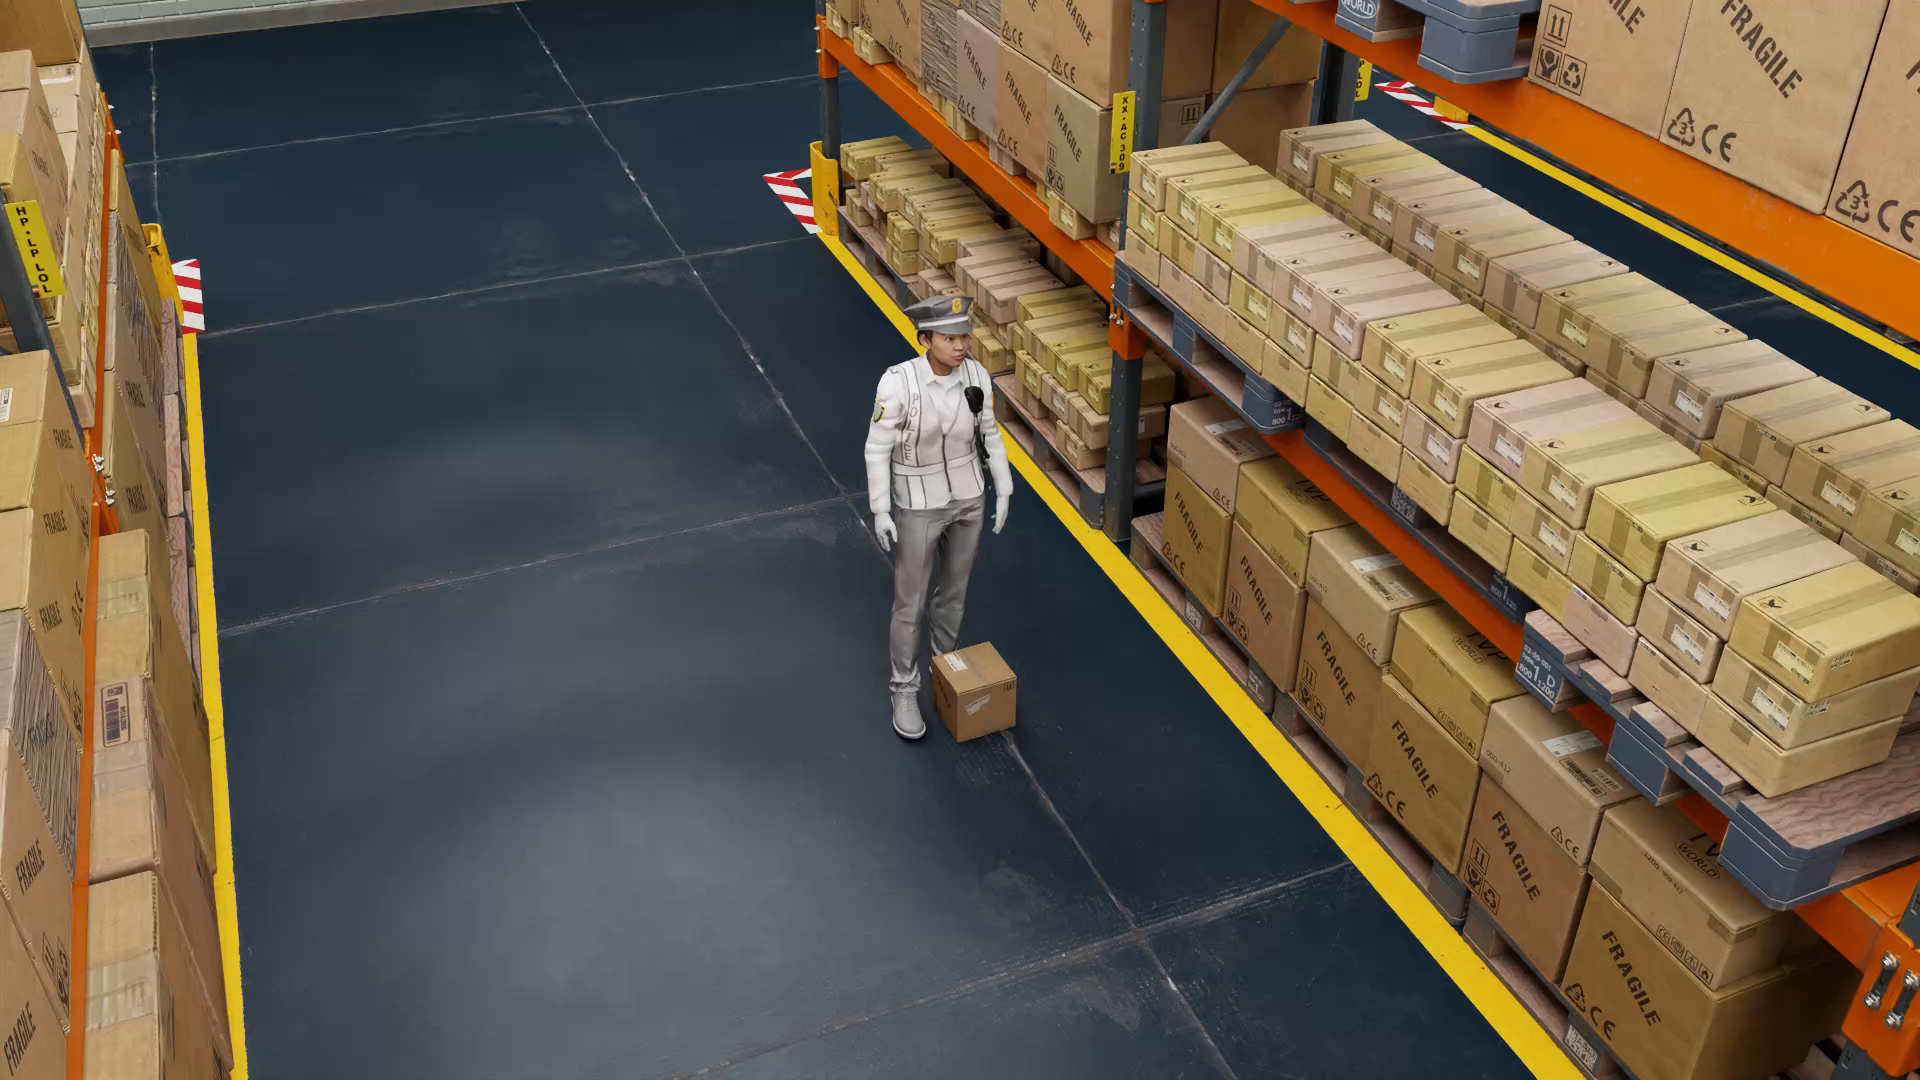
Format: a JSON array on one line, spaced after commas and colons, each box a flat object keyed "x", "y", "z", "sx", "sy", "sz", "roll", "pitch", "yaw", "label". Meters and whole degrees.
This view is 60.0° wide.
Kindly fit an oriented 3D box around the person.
[{"x": -0.053, "y": -0.111, "z": 6.262, "sx": 0.586, "sy": 1.694, "sz": 0.531, "roll": -13, "pitch": 36, "yaw": -19, "label": "person"}]
